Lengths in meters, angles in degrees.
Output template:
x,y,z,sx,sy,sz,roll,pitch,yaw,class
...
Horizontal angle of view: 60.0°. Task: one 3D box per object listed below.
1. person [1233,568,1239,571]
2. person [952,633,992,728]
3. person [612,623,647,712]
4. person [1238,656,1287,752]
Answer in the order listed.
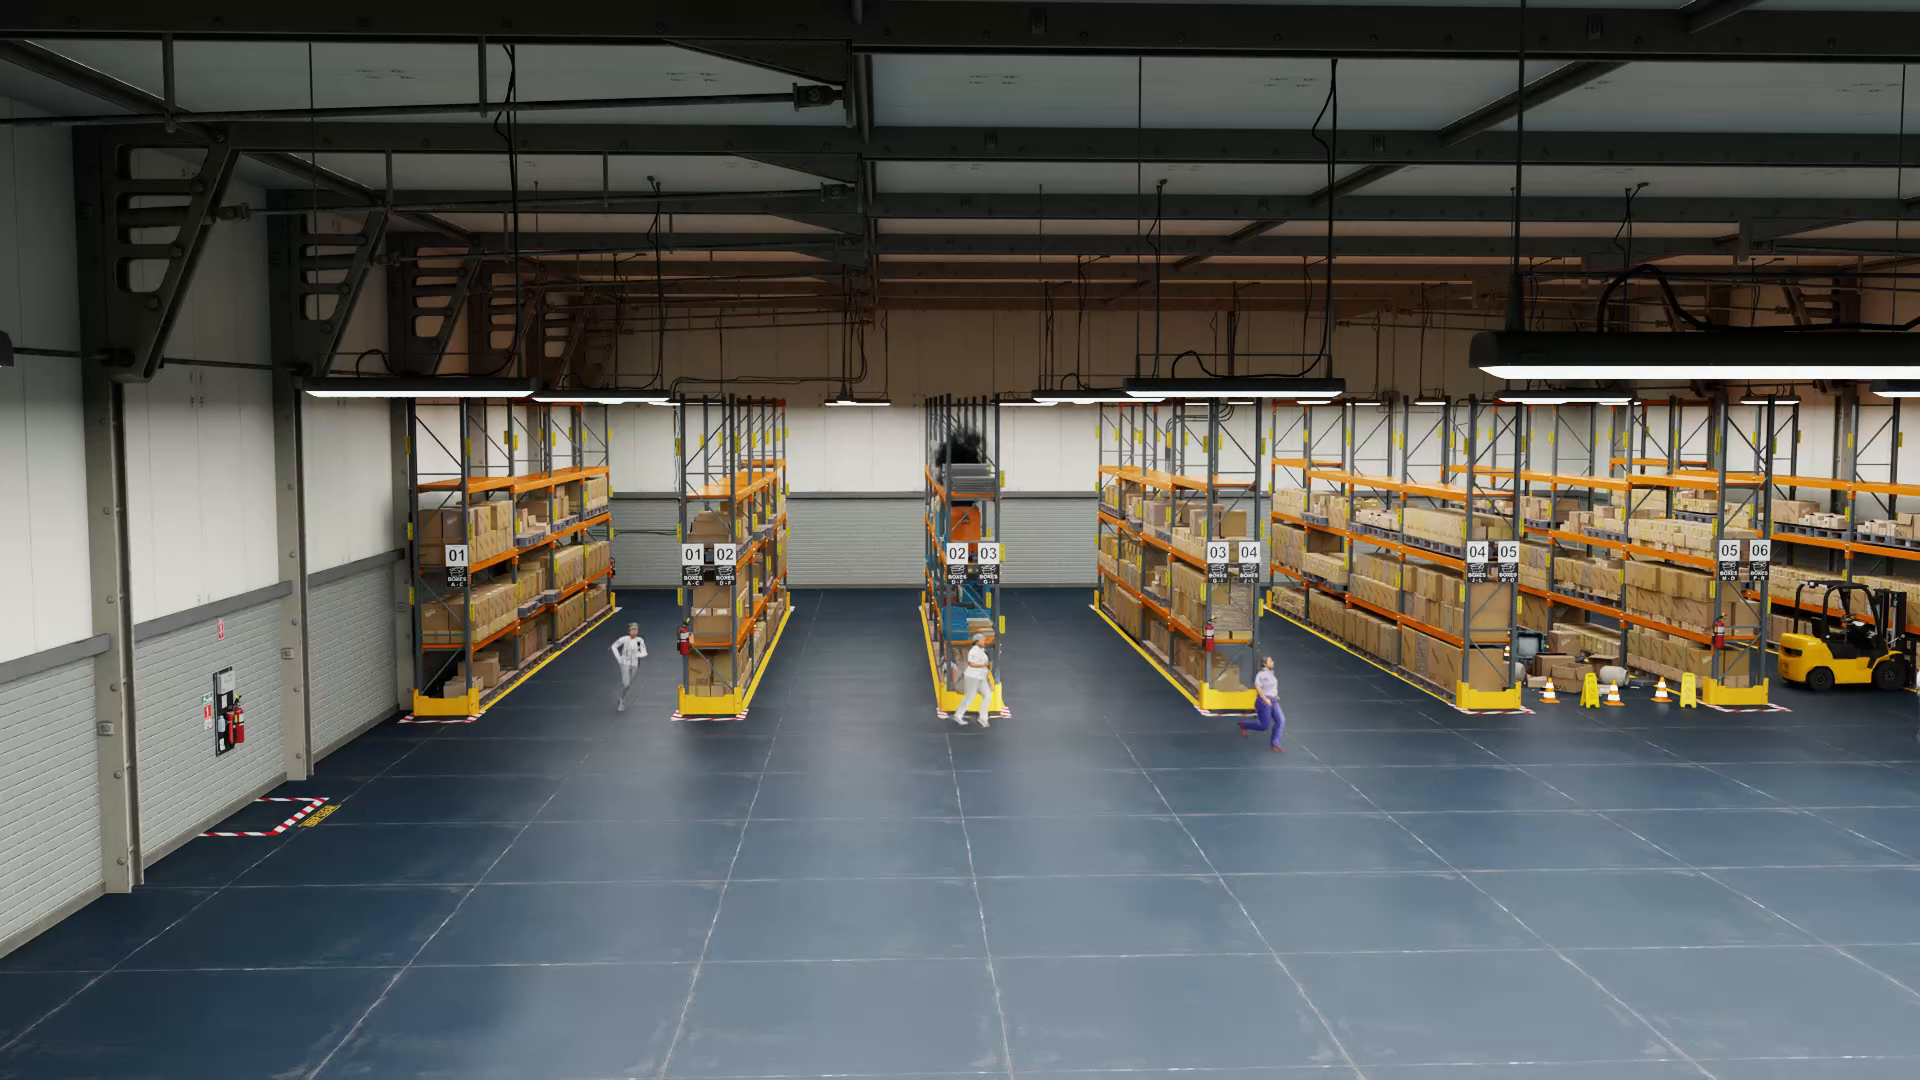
x,y,z,sx,sy,sz,roll,pitch,yaw,class
7.671,1.201,46.505,0.581,1.742,0.831,0,5,0,person
0.273,2.543,29.959,0.749,1.731,0.606,2,5,26,person
-6.260,2.412,31.562,0.602,1.725,0.637,-3,5,-31,person
5.104,2.747,27.906,0.807,1.611,0.606,3,5,33,person
